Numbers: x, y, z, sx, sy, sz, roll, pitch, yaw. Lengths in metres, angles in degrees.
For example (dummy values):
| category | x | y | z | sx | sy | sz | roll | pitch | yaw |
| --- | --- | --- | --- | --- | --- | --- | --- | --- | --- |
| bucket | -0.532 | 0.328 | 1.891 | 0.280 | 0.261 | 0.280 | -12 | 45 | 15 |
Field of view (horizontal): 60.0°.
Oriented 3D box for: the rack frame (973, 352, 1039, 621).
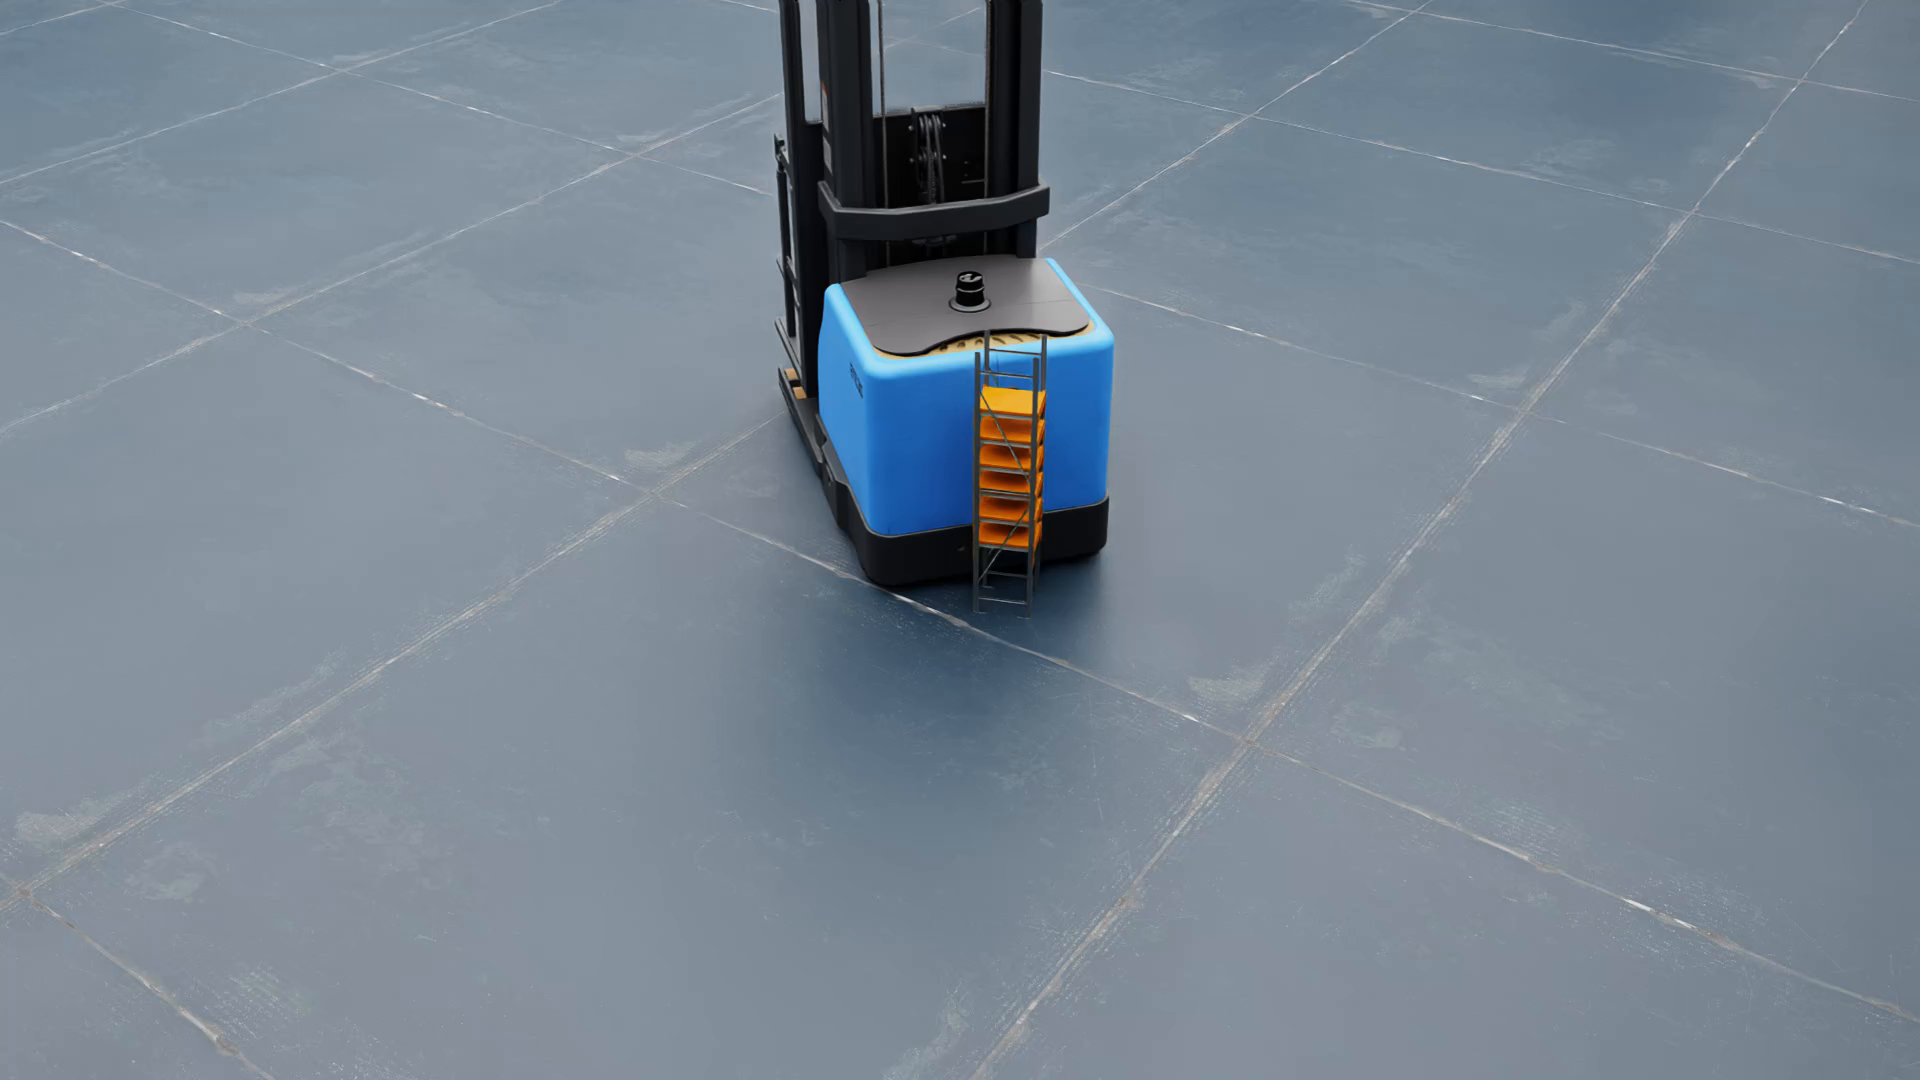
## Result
| category | x | y | z | sx | sy | sz | roll | pitch | yaw |
| --- | --- | --- | --- | --- | --- | --- | --- | --- | --- |
| rack frame | 0.173 | -0.184 | 6.451 | 0.240 | 1.200 | 0.006 | 7 | 35 | 10 |

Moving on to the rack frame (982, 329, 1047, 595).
| category | x | y | z | sx | sy | sz | roll | pitch | yaw |
| --- | --- | --- | --- | --- | --- | --- | --- | --- | --- |
| rack frame | 0.209 | -0.284 | 6.599 | 0.240 | 1.200 | 0.006 | 7 | 35 | 10 |

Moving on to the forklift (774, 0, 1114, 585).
| category | x | y | z | sx | sy | sz | roll | pitch | yaw |
| --- | --- | --- | --- | --- | --- | --- | --- | --- | --- |
| forklift | -0.269 | -1.849 | 7.368 | 1.130 | 2.935 | 3.031 | -9 | 35 | -13 |

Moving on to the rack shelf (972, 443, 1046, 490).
| category | x | y | z | sx | sy | sz | roll | pitch | yaw |
| --- | --- | --- | --- | --- | --- | --- | --- | --- | --- |
| rack shelf | 0.191 | -0.297 | 6.483 | 0.258 | 0.103 | 0.180 | 7 | 35 | 10 |

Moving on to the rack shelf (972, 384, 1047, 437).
| category | x | y | z | sx | sy | sz | roll | pitch | yaw |
| --- | --- | --- | --- | --- | --- | --- | --- | --- | --- |
| rack shelf | 0.191 | -0.495 | 6.348 | 0.258 | 0.103 | 0.180 | 7 | 35 | 10 |

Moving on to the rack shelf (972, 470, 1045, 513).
| category | x | y | z | sx | sy | sz | roll | pitch | yaw |
| --- | --- | --- | --- | --- | --- | --- | --- | --- | --- |
| rack shelf | 0.191 | -0.197 | 6.550 | 0.258 | 0.103 | 0.180 | 7 | 35 | 10 |

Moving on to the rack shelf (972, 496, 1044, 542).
| category | x | y | z | sx | sy | sz | roll | pitch | yaw |
| --- | --- | --- | --- | --- | --- | --- | --- | --- | --- |
| rack shelf | 0.191 | -0.098 | 6.617 | 0.258 | 0.103 | 0.180 | 7 | 35 | 10 |

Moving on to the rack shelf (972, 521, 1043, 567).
| category | x | y | z | sx | sy | sz | roll | pitch | yaw |
| --- | --- | --- | --- | --- | --- | --- | --- | --- | --- |
| rack shelf | 0.191 | 0.002 | 6.684 | 0.258 | 0.103 | 0.180 | 7 | 35 | 10 |

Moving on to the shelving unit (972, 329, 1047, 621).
| category | x | y | z | sx | sy | sz | roll | pitch | yaw |
| --- | --- | --- | --- | --- | --- | --- | --- | --- | --- |
| shelving unit | 0.191 | -0.234 | 6.525 | 0.258 | 1.200 | 0.189 | 7 | 35 | 10 |

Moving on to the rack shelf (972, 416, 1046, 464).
| category | x | y | z | sx | sy | sz | roll | pitch | yaw |
| --- | --- | --- | --- | --- | --- | --- | --- | --- | --- |
| rack shelf | 0.191 | -0.396 | 6.415 | 0.258 | 0.103 | 0.180 | 7 | 35 | 10 |
